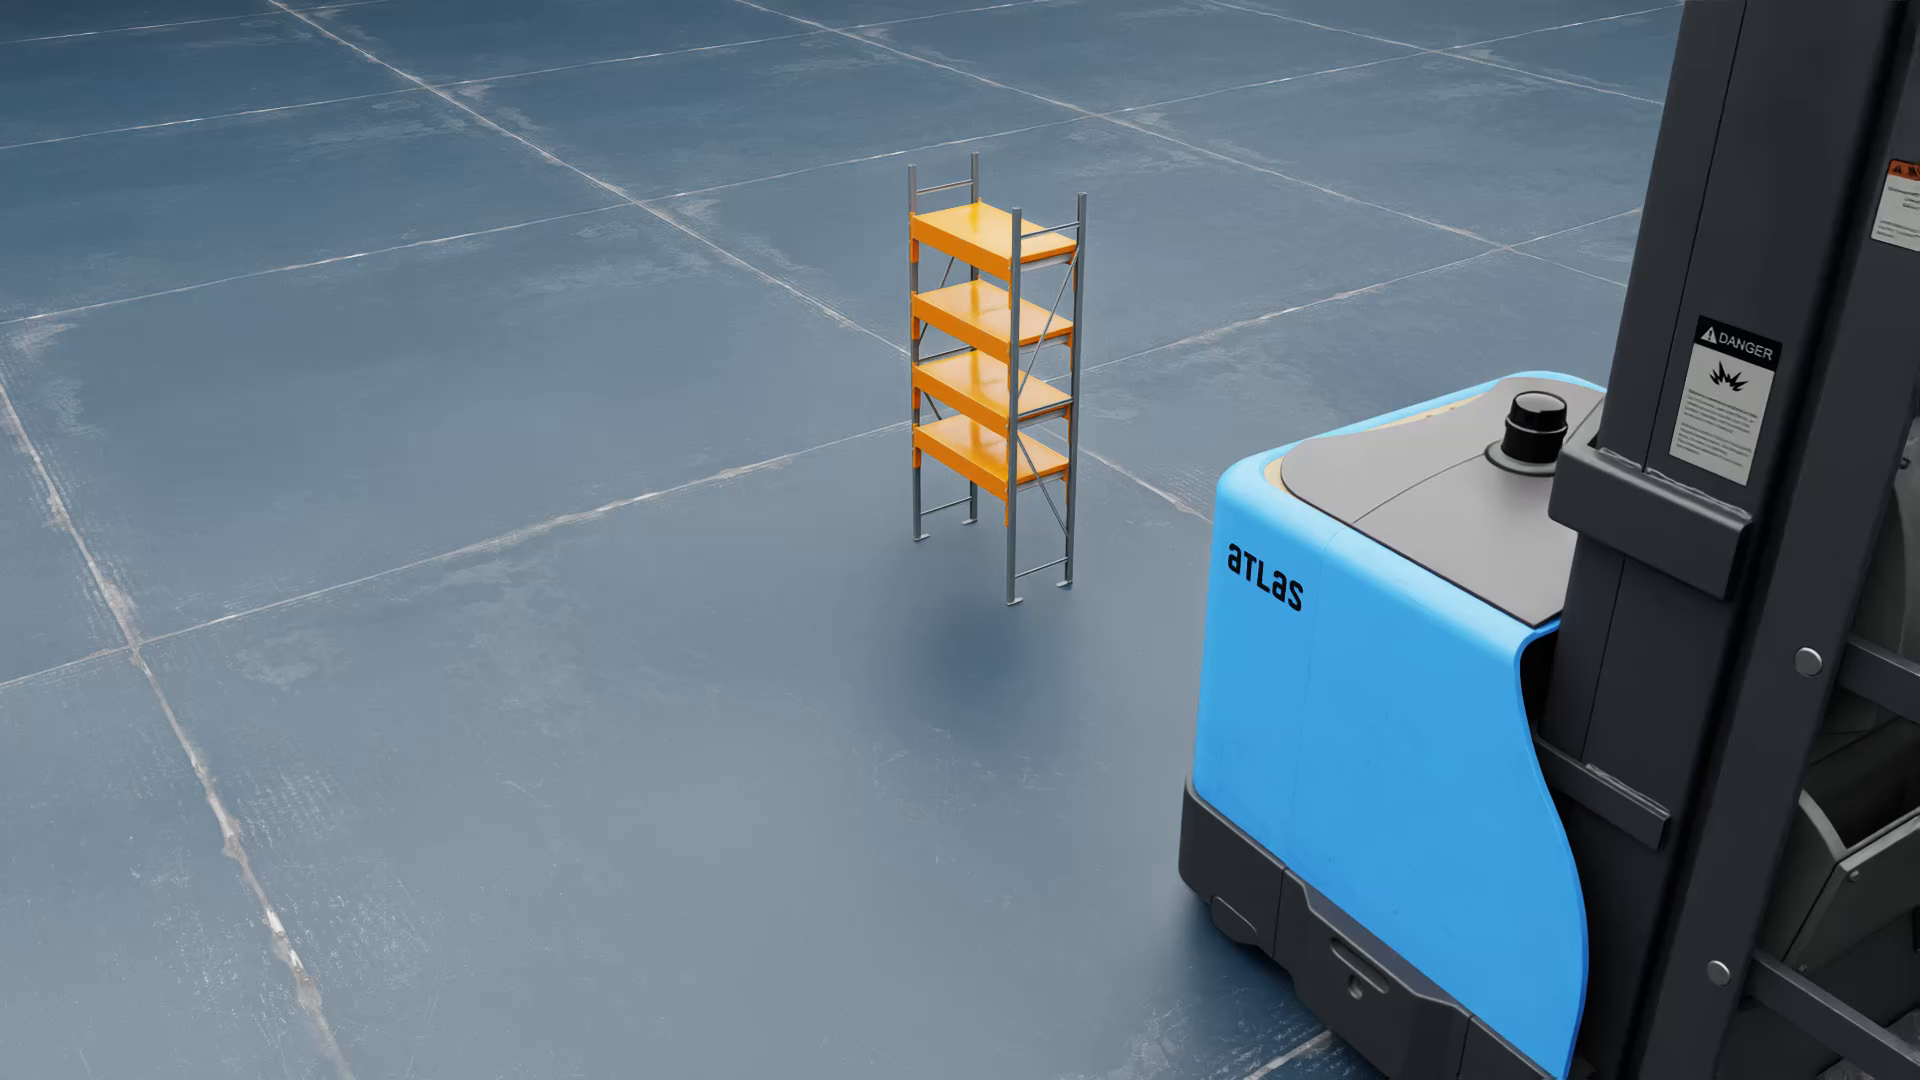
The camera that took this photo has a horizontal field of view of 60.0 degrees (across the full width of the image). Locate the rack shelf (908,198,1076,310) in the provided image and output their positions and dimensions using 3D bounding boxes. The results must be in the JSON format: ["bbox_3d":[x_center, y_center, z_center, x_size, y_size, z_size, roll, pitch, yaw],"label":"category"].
[{"bbox_3d":[0.096,-0.808,4.658,0.258,0.148,0.480,-19,34,-31],"label":"rack shelf"}]

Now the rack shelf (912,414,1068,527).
[{"bbox_3d":[0.096,-0.229,4.972,0.258,0.148,0.480,-19,34,-31],"label":"rack shelf"}]

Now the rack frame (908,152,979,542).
[{"bbox_3d":[-0.046,-0.558,5.020,0.240,1.200,0.015,-19,34,-31],"label":"rack frame"}]

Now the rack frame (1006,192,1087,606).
[{"bbox_3d":[0.238,-0.368,4.670,0.240,1.200,0.015,-19,34,-31],"label":"rack frame"}]

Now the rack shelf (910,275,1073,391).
[{"bbox_3d":[0.096,-0.600,4.771,0.258,0.148,0.480,-19,34,-31],"label":"rack shelf"}]

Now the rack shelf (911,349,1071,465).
[{"bbox_3d":[0.096,-0.404,4.877,0.258,0.148,0.480,-19,34,-31],"label":"rack shelf"}]

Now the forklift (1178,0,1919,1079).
[{"bbox_3d":[1.714,-0.028,2.231,1.130,2.935,3.031,-17,33,-29],"label":"forklift"}]

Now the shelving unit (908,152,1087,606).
[{"bbox_3d":[0.096,-0.463,4.845,0.258,1.200,0.503,-19,34,-31],"label":"shelving unit"}]
